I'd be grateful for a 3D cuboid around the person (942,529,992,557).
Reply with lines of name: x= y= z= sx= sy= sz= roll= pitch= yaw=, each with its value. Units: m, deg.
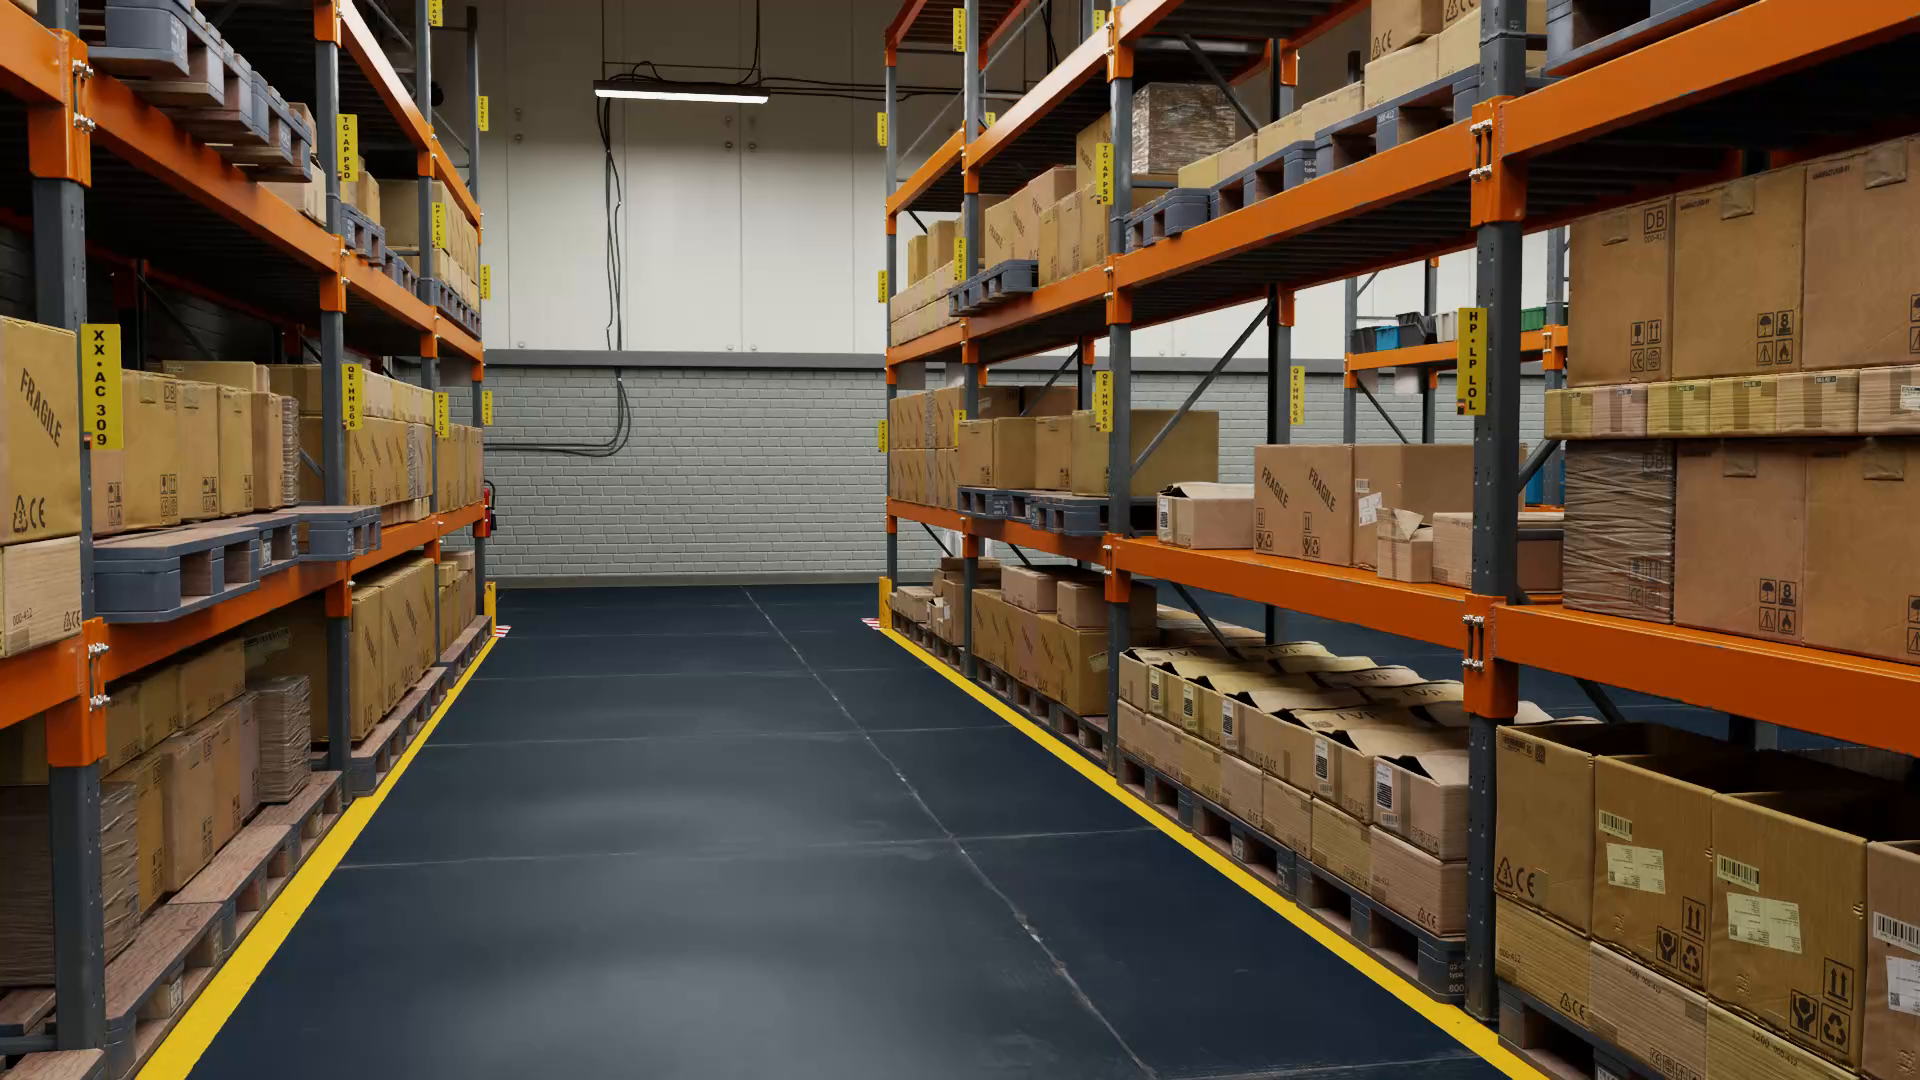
person: x=0.073 y=0.247 z=19.329 sx=0.516 sy=1.020 sz=1.019 roll=-1 pitch=3 yaw=-14
